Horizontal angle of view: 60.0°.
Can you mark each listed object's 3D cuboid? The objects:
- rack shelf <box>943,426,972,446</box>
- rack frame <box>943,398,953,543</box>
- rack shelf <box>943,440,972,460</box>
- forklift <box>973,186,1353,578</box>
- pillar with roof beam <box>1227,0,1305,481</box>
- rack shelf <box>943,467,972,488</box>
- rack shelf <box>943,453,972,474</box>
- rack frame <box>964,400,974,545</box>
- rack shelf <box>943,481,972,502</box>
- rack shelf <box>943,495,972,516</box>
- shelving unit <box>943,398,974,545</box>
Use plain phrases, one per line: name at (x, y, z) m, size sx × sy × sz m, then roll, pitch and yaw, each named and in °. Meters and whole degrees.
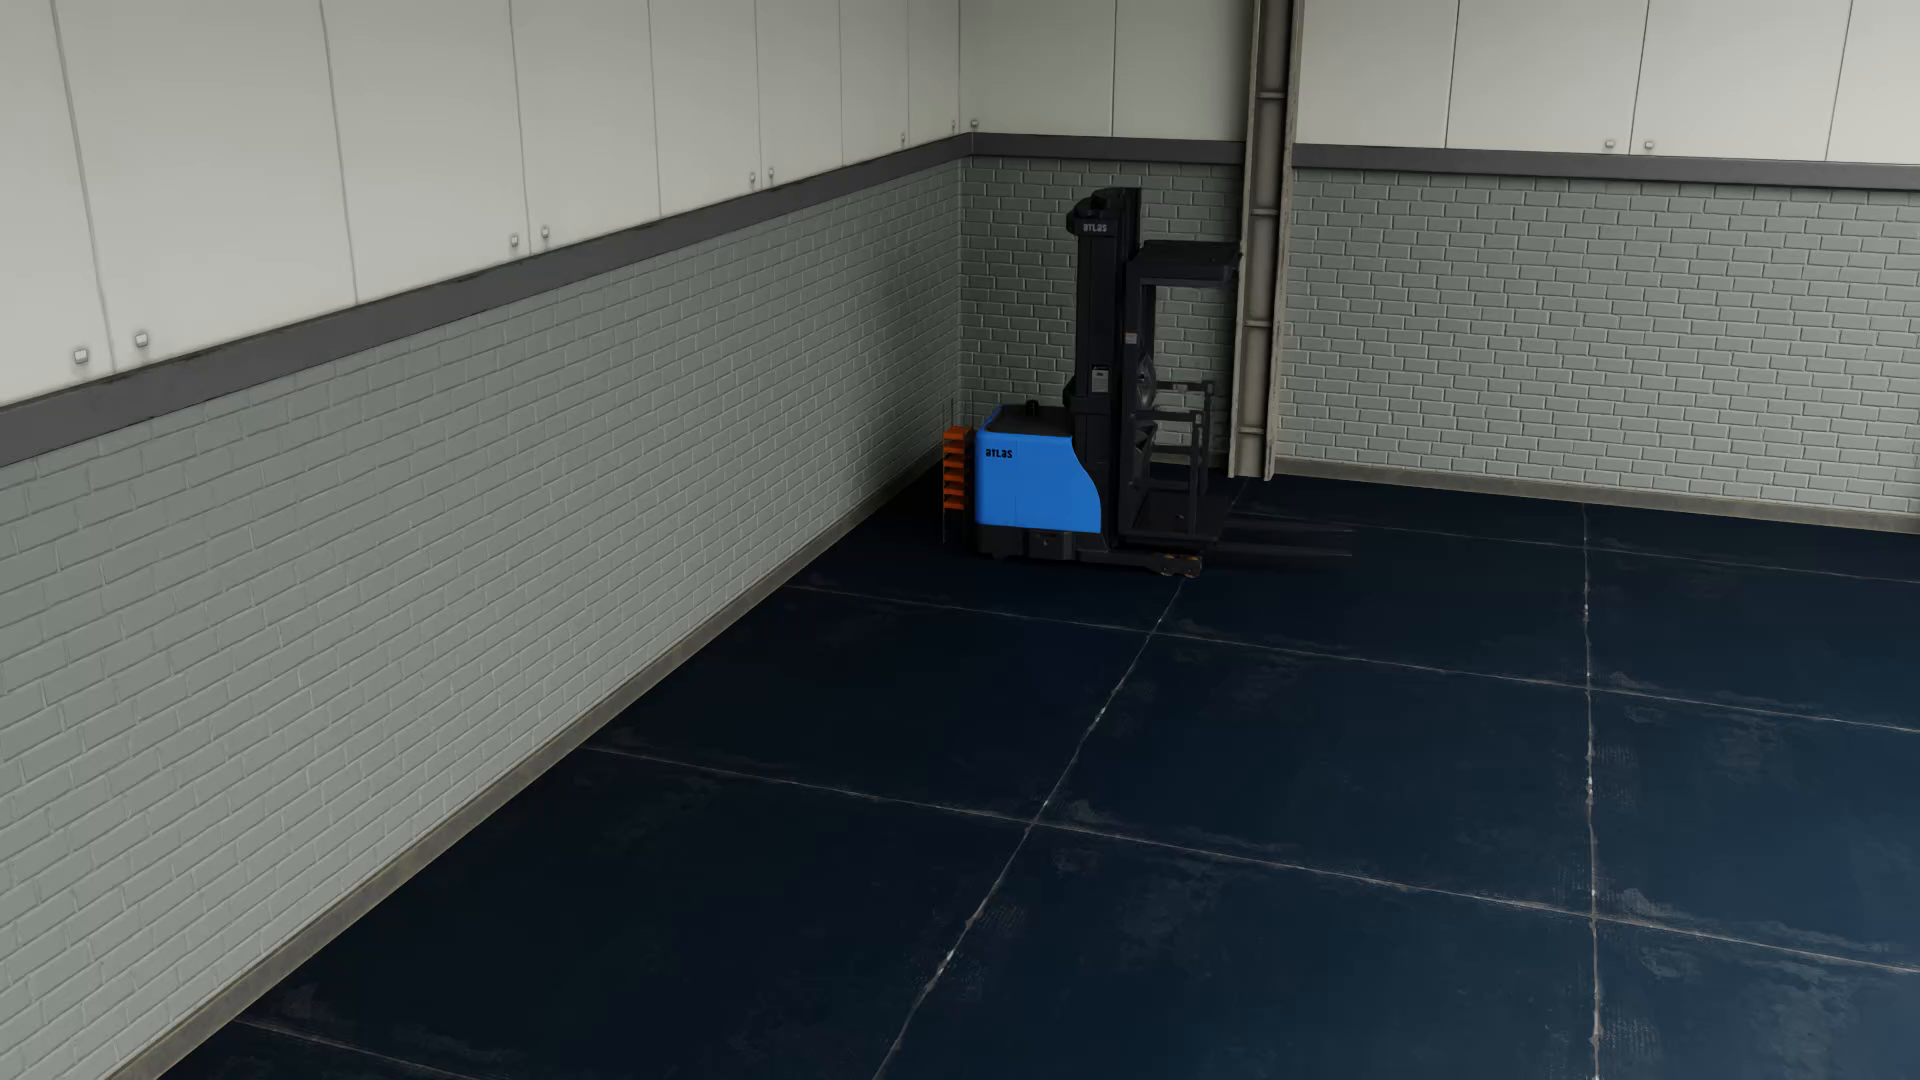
rack shelf at (-0.014, -0.866, 13.779) m, size 0.180 × 0.103 × 0.258 m, roll 7°, pitch 20°, yaw 18°
rack frame at (-0.100, -0.578, 13.912) m, size 0.006 × 1.200 × 0.240 m, roll 7°, pitch 20°, yaw 18°
rack shelf at (-0.014, -0.753, 13.819) m, size 0.180 × 0.103 × 0.258 m, roll 7°, pitch 20°, yaw 18°
forklift at (1.679, -1.274, 13.278) m, size 3.031 × 2.935 × 1.130 m, roll 4°, pitch 20°, yaw 13°
pillar with roof beam at (1.363, -3.534, 10.545) m, size 0.400 × 9.000 × 9.100 m, roll 7°, pitch 20°, yaw 18°
rack shelf at (-0.014, -0.526, 13.898) m, size 0.180 × 0.103 × 0.258 m, roll 7°, pitch 20°, yaw 18°
rack shelf at (-0.014, -0.639, 13.858) m, size 0.180 × 0.103 × 0.258 m, roll 7°, pitch 20°, yaw 18°
rack frame at (0.073, -0.558, 13.855) m, size 0.006 × 1.200 × 0.240 m, roll 7°, pitch 20°, yaw 18°
rack shelf at (-0.014, -0.413, 13.937) m, size 0.180 × 0.103 × 0.258 m, roll 7°, pitch 20°, yaw 18°
rack shelf at (-0.014, -0.300, 13.977) m, size 0.180 × 0.103 × 0.258 m, roll 7°, pitch 20°, yaw 18°
shelving unit at (-0.014, -0.568, 13.883) m, size 0.189 × 1.200 × 0.258 m, roll 7°, pitch 20°, yaw 18°
